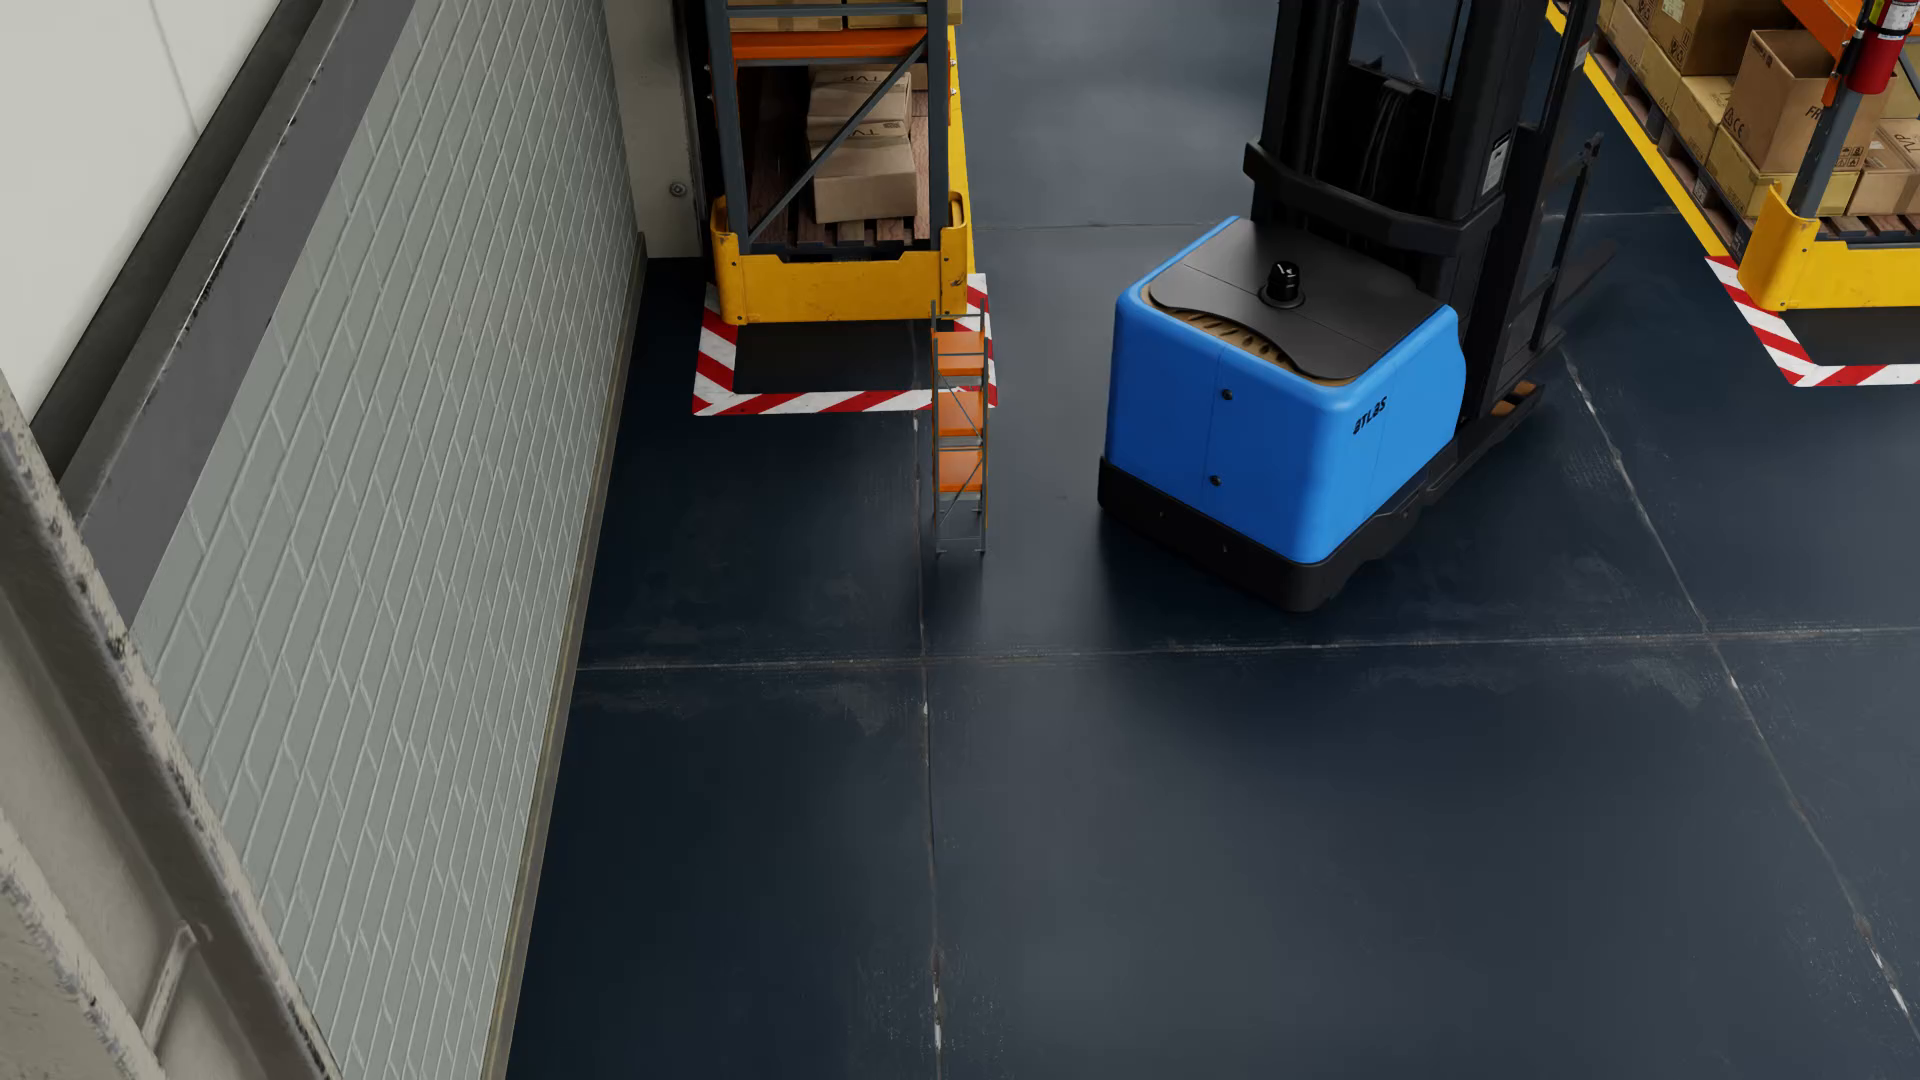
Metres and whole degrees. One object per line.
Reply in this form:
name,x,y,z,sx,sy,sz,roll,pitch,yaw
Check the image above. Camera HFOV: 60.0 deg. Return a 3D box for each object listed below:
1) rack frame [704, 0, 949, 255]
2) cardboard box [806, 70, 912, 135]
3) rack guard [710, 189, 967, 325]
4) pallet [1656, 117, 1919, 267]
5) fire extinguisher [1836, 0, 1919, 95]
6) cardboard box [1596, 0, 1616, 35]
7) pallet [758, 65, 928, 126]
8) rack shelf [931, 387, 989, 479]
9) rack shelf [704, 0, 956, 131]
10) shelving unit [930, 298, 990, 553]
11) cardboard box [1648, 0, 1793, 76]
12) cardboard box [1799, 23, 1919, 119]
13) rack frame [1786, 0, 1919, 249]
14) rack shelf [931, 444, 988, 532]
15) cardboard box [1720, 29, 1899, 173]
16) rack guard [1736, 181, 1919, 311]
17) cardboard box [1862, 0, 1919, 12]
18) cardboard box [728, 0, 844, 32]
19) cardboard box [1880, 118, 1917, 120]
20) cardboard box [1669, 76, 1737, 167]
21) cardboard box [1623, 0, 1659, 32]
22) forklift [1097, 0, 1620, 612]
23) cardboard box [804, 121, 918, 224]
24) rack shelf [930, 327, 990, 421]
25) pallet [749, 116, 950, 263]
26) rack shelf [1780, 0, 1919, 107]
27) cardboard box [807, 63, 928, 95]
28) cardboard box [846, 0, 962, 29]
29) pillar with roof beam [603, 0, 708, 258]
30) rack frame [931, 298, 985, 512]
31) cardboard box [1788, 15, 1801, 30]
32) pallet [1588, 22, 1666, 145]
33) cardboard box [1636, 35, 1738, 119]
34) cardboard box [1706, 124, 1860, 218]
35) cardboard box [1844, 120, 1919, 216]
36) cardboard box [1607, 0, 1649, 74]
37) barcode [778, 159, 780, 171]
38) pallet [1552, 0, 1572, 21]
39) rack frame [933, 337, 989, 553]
rack frame,-0.553,-2.202,6.933,1.000,3.000,0.127,-2,43,-2
cardboard box,-0.517,-2.228,8.625,0.500,0.311,0.500,2,43,2
rack guard,-0.557,-1.332,7.833,1.175,0.500,0.348,-2,43,-2
pallet,4.321,-1.834,8.594,1.003,0.211,1.213,-2,43,-2
fire extinguisher,3.937,-2.225,7.015,0.296,0.674,0.183,-2,43,-2
cardboard box,3.975,-3.191,9.736,0.500,0.250,0.500,-2,43,-2
pallet,-0.605,-2.597,9.427,1.003,0.211,1.213,-2,43,-2
rack shelf,-0.002,-0.415,6.442,0.215,0.259,0.240,-2,43,-2
rack shelf,-0.638,-3.287,8.649,1.077,0.370,4.000,-2,43,-2
shelving unit,-0.002,-0.423,6.435,0.215,1.050,0.252,-2,43,-2
cardboard box,4.019,-2.793,8.746,0.500,0.500,0.500,-2,43,-2
cardboard box,4.572,-2.470,8.394,0.500,0.500,0.500,-2,43,-2
rack frame,4.396,-2.347,7.090,1.000,3.000,0.127,-2,43,-2
rack shelf,-0.002,-0.210,6.630,0.215,0.259,0.240,-2,43,-2
cardboard box,4.076,-2.118,8.010,0.500,0.500,0.500,-2,43,-2
rack guard,4.397,-1.409,7.917,1.175,0.500,0.348,-2,43,-2
cardboard box,4.389,-2.699,7.401,0.700,0.500,0.500,-2,43,-2
cardboard box,-0.767,-2.464,7.315,0.500,0.250,0.500,-1,43,-1
cardboard box,4.570,-2.194,8.648,0.500,0.250,0.500,-2,43,-2
cardboard box,4.045,-2.179,8.631,0.500,0.250,0.500,-2,43,-2
cardboard box,3.999,-3.130,9.114,0.500,0.500,0.500,-2,43,-2
forklift,1.916,-1.723,6.461,1.130,2.935,3.031,31,51,29
cardboard box,-0.493,-1.843,8.205,0.500,0.311,0.500,-6,43,-7
rack shelf,-0.002,-0.625,6.250,0.215,0.259,0.240,-2,43,-2
pallet,-0.556,-1.775,8.530,1.003,0.211,1.213,-2,43,-2
rack shelf,4.311,-3.432,8.806,1.077,0.370,4.000,-2,43,-2
cardboard box,-0.498,-2.794,9.103,0.700,0.500,0.500,-4,43,-4
cardboard box,-0.257,-2.493,7.346,0.500,0.250,0.500,-3,43,-3
pillar with roof beam,2.854,-4.985,5.529,9.100,9.000,0.400,-2,43,-2
rack frame,-0.007,-0.506,6.525,0.200,1.050,0.008,-2,43,-2
cardboard box,4.538,-2.807,8.762,0.500,0.500,0.500,-2,43,-2
pallet,4.273,-2.656,9.491,1.003,0.211,1.213,-2,43,-2
cardboard box,4.022,-2.516,8.999,0.500,0.250,0.500,-2,43,-2
cardboard box,4.078,-1.842,8.263,0.500,0.250,0.500,-2,43,-2
cardboard box,4.595,-1.856,8.279,0.500,0.250,0.500,-2,43,-2
cardboard box,4.002,-2.854,9.368,0.500,0.250,0.500,-2,43,-2
barcode,-0.893,-1.847,8.203,0.001,0.075,0.075,-2,43,-2
pallet,4.218,-3.481,10.392,1.003,0.211,1.213,-2,43,-2
rack frame,0.003,-0.341,6.345,0.200,1.050,0.008,-2,43,-2
